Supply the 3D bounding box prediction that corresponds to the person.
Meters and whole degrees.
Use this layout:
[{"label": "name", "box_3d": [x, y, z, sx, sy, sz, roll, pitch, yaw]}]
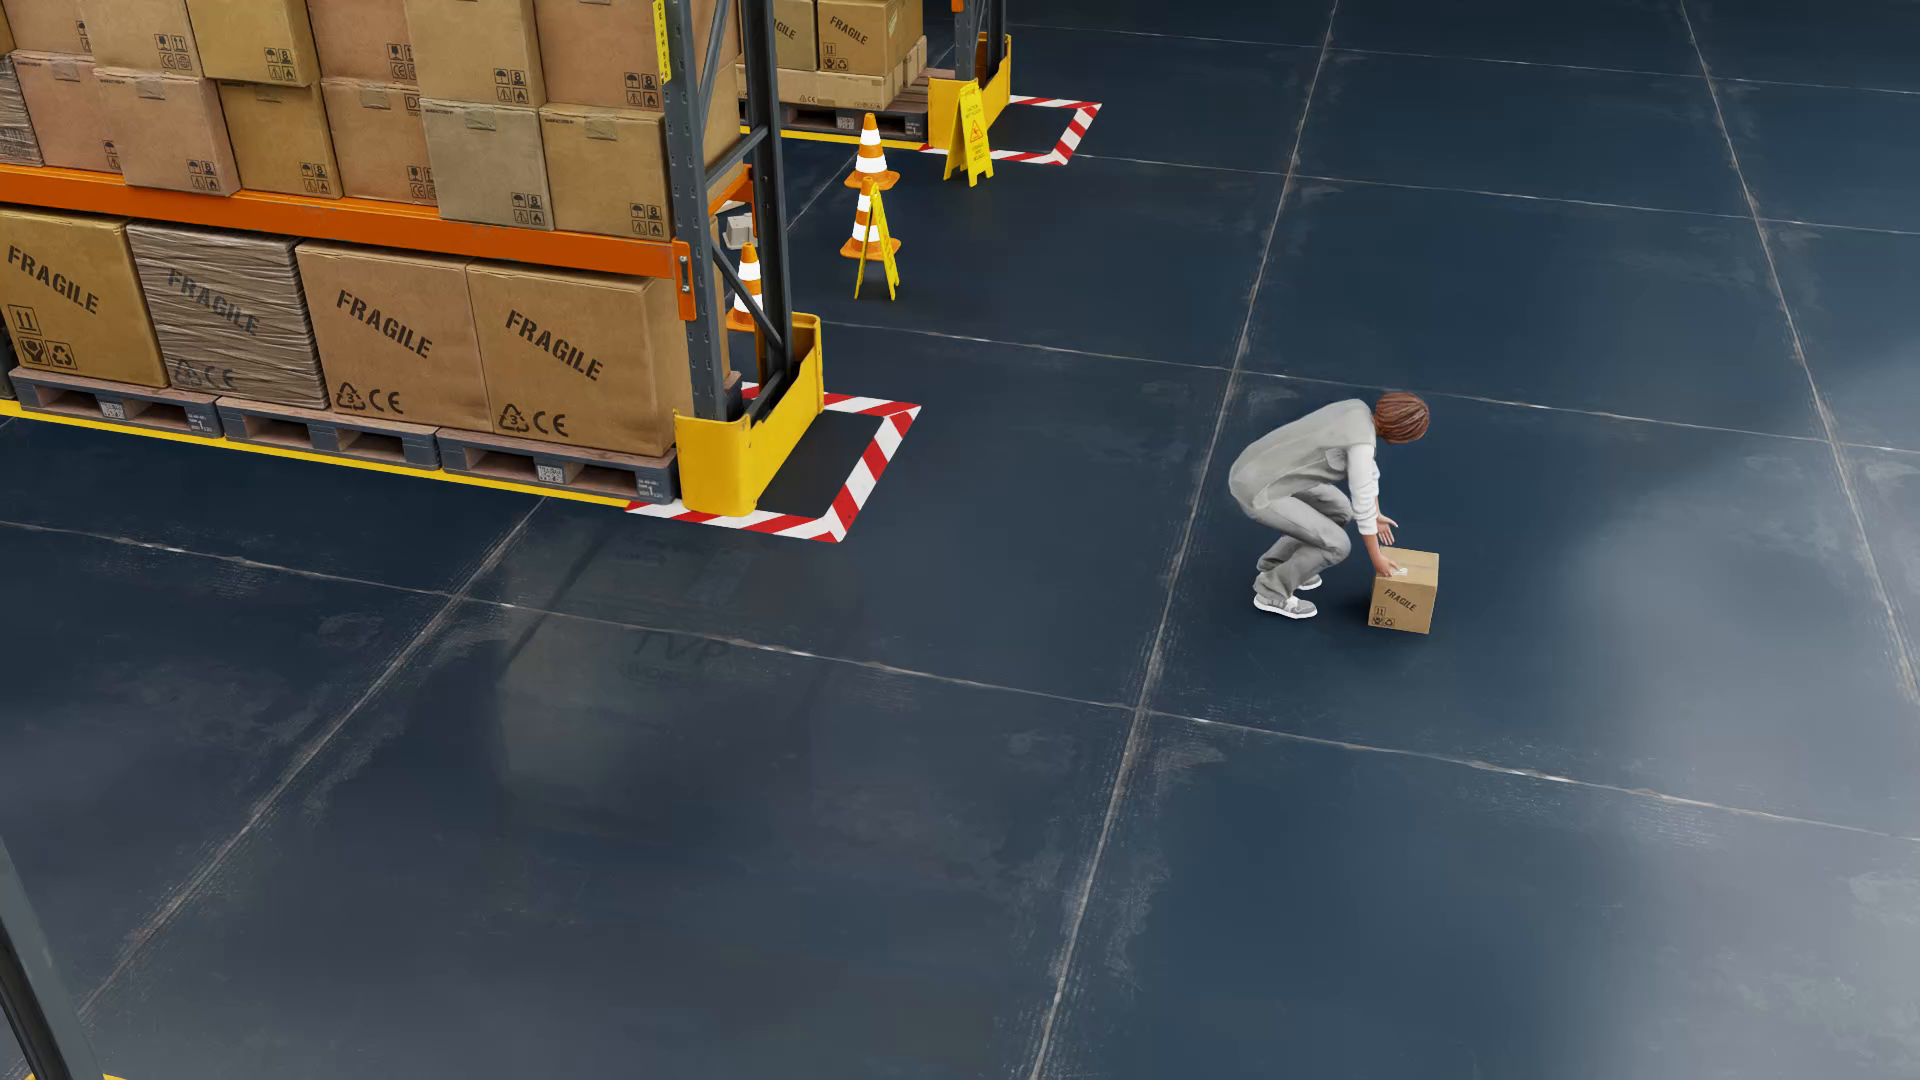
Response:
[{"label": "person", "box_3d": [1.506, -0.181, 6.950, 0.769, 1.022, 0.456, 8, 34, 12]}]
